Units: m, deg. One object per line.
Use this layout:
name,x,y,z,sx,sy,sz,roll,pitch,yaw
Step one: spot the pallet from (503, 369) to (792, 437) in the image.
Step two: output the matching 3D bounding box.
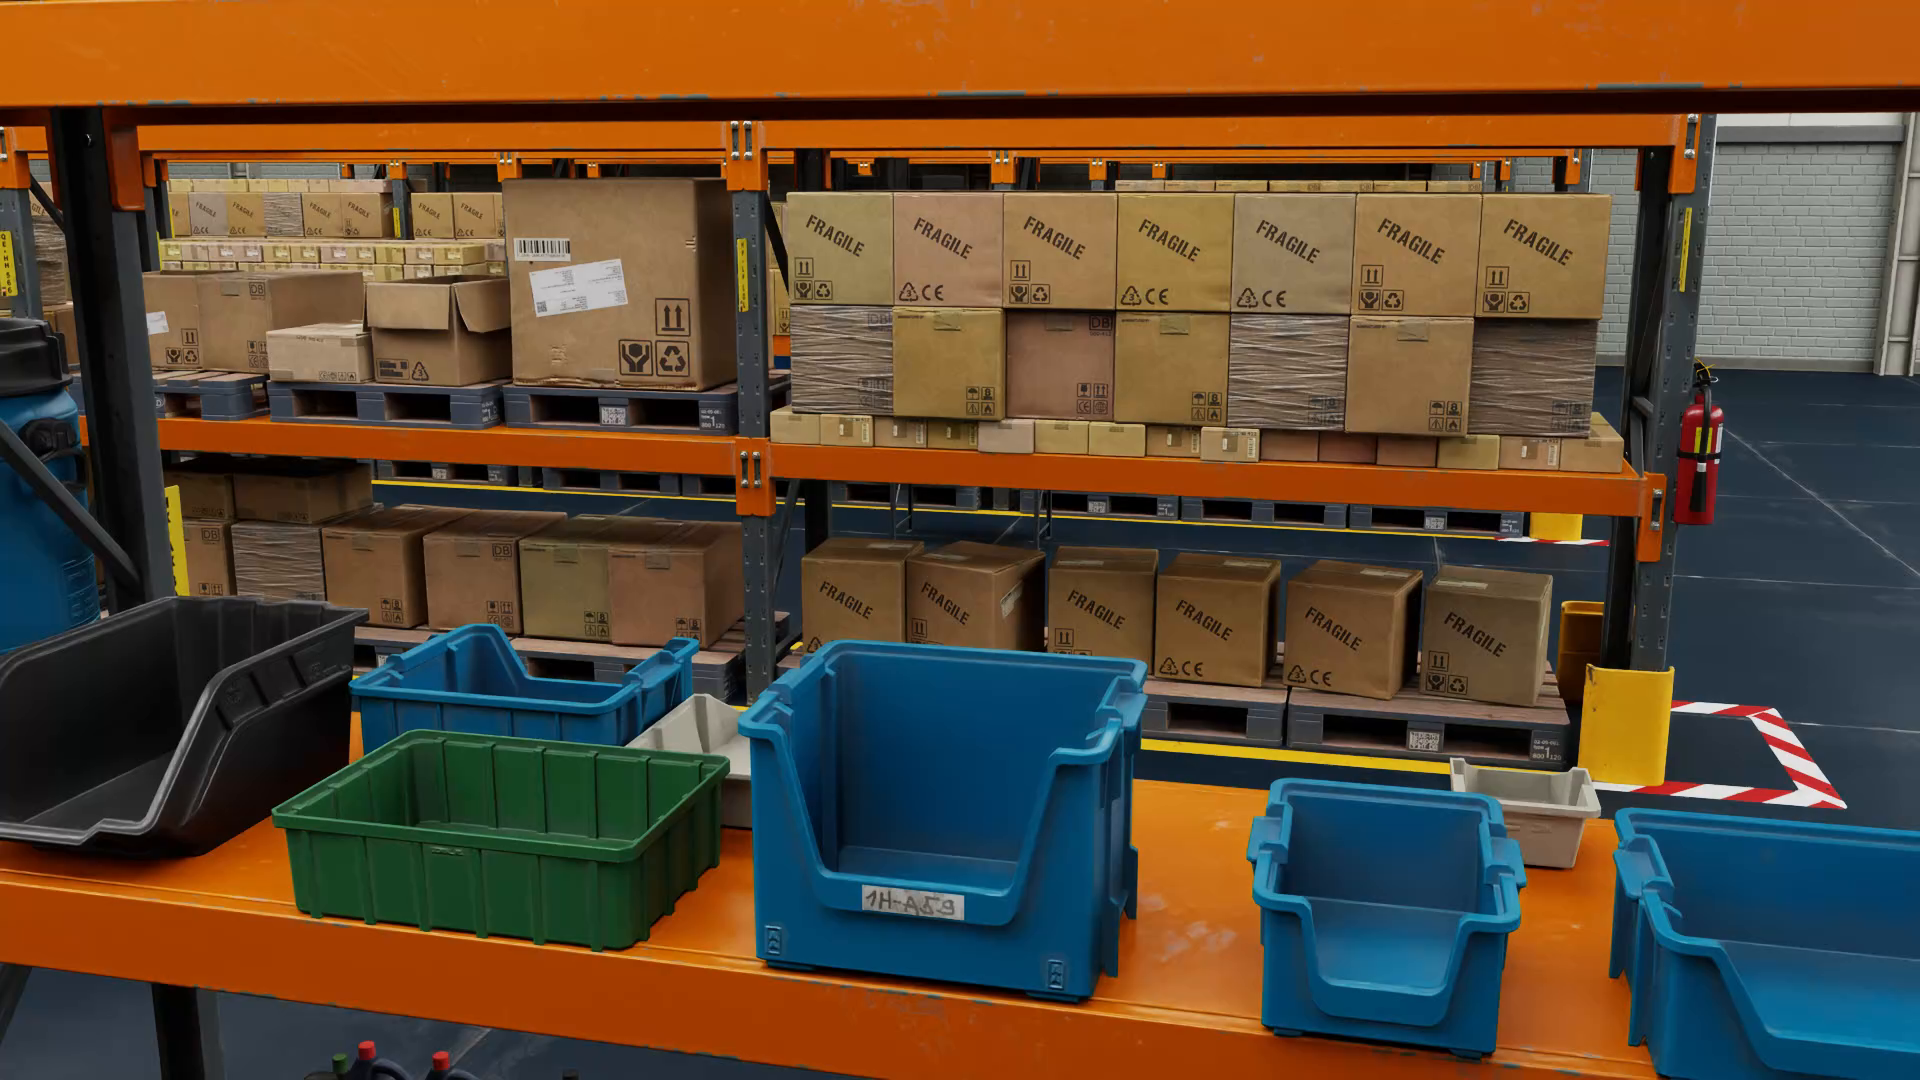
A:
pallet,-1.564,-0.731,8.545,1.213,0.211,1.003,3,13,14

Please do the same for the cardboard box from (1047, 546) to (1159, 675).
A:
cardboard box,0.702,0.334,8.104,0.500,0.500,0.500,2,13,9

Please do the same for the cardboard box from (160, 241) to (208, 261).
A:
cardboard box,-6.544,-2.436,14.024,0.250,0.149,0.380,3,13,14

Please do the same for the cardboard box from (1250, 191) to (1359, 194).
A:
cardboard box,1.589,-1.368,7.747,0.500,0.500,0.500,3,13,14

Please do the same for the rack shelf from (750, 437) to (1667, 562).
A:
rack shelf,1.085,-0.299,7.818,4.000,0.370,1.077,3,13,14

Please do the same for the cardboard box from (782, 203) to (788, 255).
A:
cardboard box,-1.044,-2.406,13.114,0.500,0.500,0.700,3,13,14

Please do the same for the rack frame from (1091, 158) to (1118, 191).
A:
rack frame,1.518,-2.838,17.601,0.127,3.000,1.000,3,13,14

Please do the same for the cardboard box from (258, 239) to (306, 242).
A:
cardboard box,-5.896,-2.545,14.518,0.250,0.149,0.380,3,13,12

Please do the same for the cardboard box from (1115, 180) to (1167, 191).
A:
cardboard box,1.893,-3.452,17.141,0.500,0.500,0.700,3,13,13

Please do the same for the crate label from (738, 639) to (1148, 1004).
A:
crate label,-0.012,0.439,2.748,0.616,0.435,0.502,3,13,14

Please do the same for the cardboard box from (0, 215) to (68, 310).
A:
cardboard box,-5.446,-1.542,9.210,0.637,0.503,0.797,4,13,15

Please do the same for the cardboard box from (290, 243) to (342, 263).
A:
cardboard box,-5.294,-2.369,13.723,0.250,0.149,0.380,4,13,16

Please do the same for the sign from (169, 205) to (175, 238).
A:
sign,-7.208,-2.889,15.158,0.005,0.325,0.100,3,13,14

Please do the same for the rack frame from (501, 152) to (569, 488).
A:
rack frame,-3.454,-2.000,13.821,0.127,3.000,1.000,3,13,14

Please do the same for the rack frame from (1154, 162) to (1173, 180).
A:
rack frame,2.703,-3.882,22.306,0.127,3.000,1.000,3,13,14

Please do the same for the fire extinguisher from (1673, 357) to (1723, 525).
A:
fire extinguisher,3.028,-0.406,6.817,0.183,0.674,0.296,3,13,14

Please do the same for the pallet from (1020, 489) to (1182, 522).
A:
pallet,1.149,-0.375,12.935,1.213,0.211,1.003,3,13,14

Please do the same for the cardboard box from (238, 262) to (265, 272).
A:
cardboard box,-5.790,-2.250,13.876,0.250,0.149,0.380,3,13,13

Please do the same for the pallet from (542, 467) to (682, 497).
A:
pallet,-2.706,-0.581,13.867,1.213,0.211,1.003,3,13,14

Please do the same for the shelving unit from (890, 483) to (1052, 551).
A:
shelving unit,0.083,-0.728,11.551,1.048,1.500,0.538,3,13,14

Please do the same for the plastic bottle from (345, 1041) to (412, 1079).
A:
plastic bottle,-1.349,1.339,3.875,0.185,0.351,0.144,3,13,12

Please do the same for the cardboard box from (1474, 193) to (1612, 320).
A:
cardboard box,2.434,-1.205,7.015,0.500,0.500,0.500,3,13,14

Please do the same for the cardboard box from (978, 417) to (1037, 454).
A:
cardboard box,0.247,-0.502,7.649,0.250,0.149,0.380,3,13,14

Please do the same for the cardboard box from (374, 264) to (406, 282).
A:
cardboard box,-4.558,-2.184,13.574,0.250,0.149,0.380,3,13,15

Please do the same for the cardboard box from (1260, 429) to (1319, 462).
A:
cardboard box,1.483,-0.457,7.447,0.250,0.149,0.380,3,13,14

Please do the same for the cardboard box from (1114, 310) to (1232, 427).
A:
cardboard box,1.028,-0.839,7.673,0.500,0.500,0.875,3,13,14

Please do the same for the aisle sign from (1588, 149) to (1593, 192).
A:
aisle sign,4.310,-2.787,11.367,0.004,0.787,0.394,3,13,14

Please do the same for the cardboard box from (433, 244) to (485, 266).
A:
cardboard box,-4.039,-2.301,13.418,0.250,0.149,0.380,3,13,11

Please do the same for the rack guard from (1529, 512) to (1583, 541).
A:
rack guard,4.337,-0.363,12.215,0.348,0.500,1.175,3,13,14

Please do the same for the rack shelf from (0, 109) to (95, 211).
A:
rack shelf,-3.985,-0.930,3.734,4.000,0.370,1.077,3,13,14

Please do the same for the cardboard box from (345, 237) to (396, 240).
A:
cardboard box,-6.761,-3.272,19.327,0.500,0.500,0.500,3,13,14

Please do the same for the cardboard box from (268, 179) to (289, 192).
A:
cardboard box,-7.850,-4.136,19.412,0.250,0.149,0.380,3,13,12

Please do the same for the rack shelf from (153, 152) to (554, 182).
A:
rack shelf,-5.395,-3.216,14.042,4.000,0.370,1.077,3,13,14

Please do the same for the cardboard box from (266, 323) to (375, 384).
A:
cardboard box,-3.168,-0.958,8.504,0.500,0.250,0.500,3,13,12

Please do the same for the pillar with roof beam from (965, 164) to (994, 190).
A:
pillar with roof beam,-0.730,-6.235,19.061,0.400,9.000,9.100,3,13,14

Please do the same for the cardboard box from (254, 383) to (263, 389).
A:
cardboard box,-5.671,-1.409,14.231,0.500,0.250,0.500,4,13,16

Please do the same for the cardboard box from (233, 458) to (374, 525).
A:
cardboard box,-3.565,-0.268,9.042,0.500,0.250,0.500,5,13,20

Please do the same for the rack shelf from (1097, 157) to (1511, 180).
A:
rack shelf,3.460,-3.847,16.886,4.000,0.370,1.077,3,13,14

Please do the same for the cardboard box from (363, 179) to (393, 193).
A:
cardboard box,-6.624,-4.056,19.053,0.250,0.149,0.380,3,13,12

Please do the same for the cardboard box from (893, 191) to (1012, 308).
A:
cardboard box,0.005,-1.334,7.595,0.500,0.500,0.500,3,13,14

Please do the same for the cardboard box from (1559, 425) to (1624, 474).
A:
cardboard box,2.701,-0.395,7.170,0.250,0.149,0.380,3,13,14

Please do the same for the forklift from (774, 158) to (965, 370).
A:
forklift,-0.638,-2.485,16.166,1.130,2.935,3.031,8,15,31

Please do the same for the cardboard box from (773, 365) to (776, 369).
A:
cardboard box,-2.034,-1.011,13.590,0.750,0.750,1.050,3,13,14

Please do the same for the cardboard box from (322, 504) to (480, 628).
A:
cardboard box,-2.991,0.128,8.985,0.500,0.500,0.700,4,13,18

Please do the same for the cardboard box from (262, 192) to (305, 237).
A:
cardboard box,-7.761,-3.809,19.438,0.500,0.500,0.500,3,13,14

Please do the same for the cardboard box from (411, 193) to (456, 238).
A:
cardboard box,-5.891,-3.707,18.977,0.500,0.500,0.500,3,13,14

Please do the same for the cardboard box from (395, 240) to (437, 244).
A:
cardboard box,-4.611,-2.478,14.214,0.250,0.149,0.380,3,13,11

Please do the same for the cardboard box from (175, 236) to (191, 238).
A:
cardboard box,-9.238,-3.404,19.920,0.500,0.500,0.500,3,13,13

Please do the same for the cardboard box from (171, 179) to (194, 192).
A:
cardboard box,-9.098,-4.192,19.665,0.250,0.149,0.380,3,13,12

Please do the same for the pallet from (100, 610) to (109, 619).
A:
pallet,-3.982,0.440,9.261,1.213,0.211,1.003,3,13,14

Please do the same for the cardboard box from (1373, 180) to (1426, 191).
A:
cardboard box,4.363,-3.321,16.552,0.500,0.500,0.700,3,13,14
